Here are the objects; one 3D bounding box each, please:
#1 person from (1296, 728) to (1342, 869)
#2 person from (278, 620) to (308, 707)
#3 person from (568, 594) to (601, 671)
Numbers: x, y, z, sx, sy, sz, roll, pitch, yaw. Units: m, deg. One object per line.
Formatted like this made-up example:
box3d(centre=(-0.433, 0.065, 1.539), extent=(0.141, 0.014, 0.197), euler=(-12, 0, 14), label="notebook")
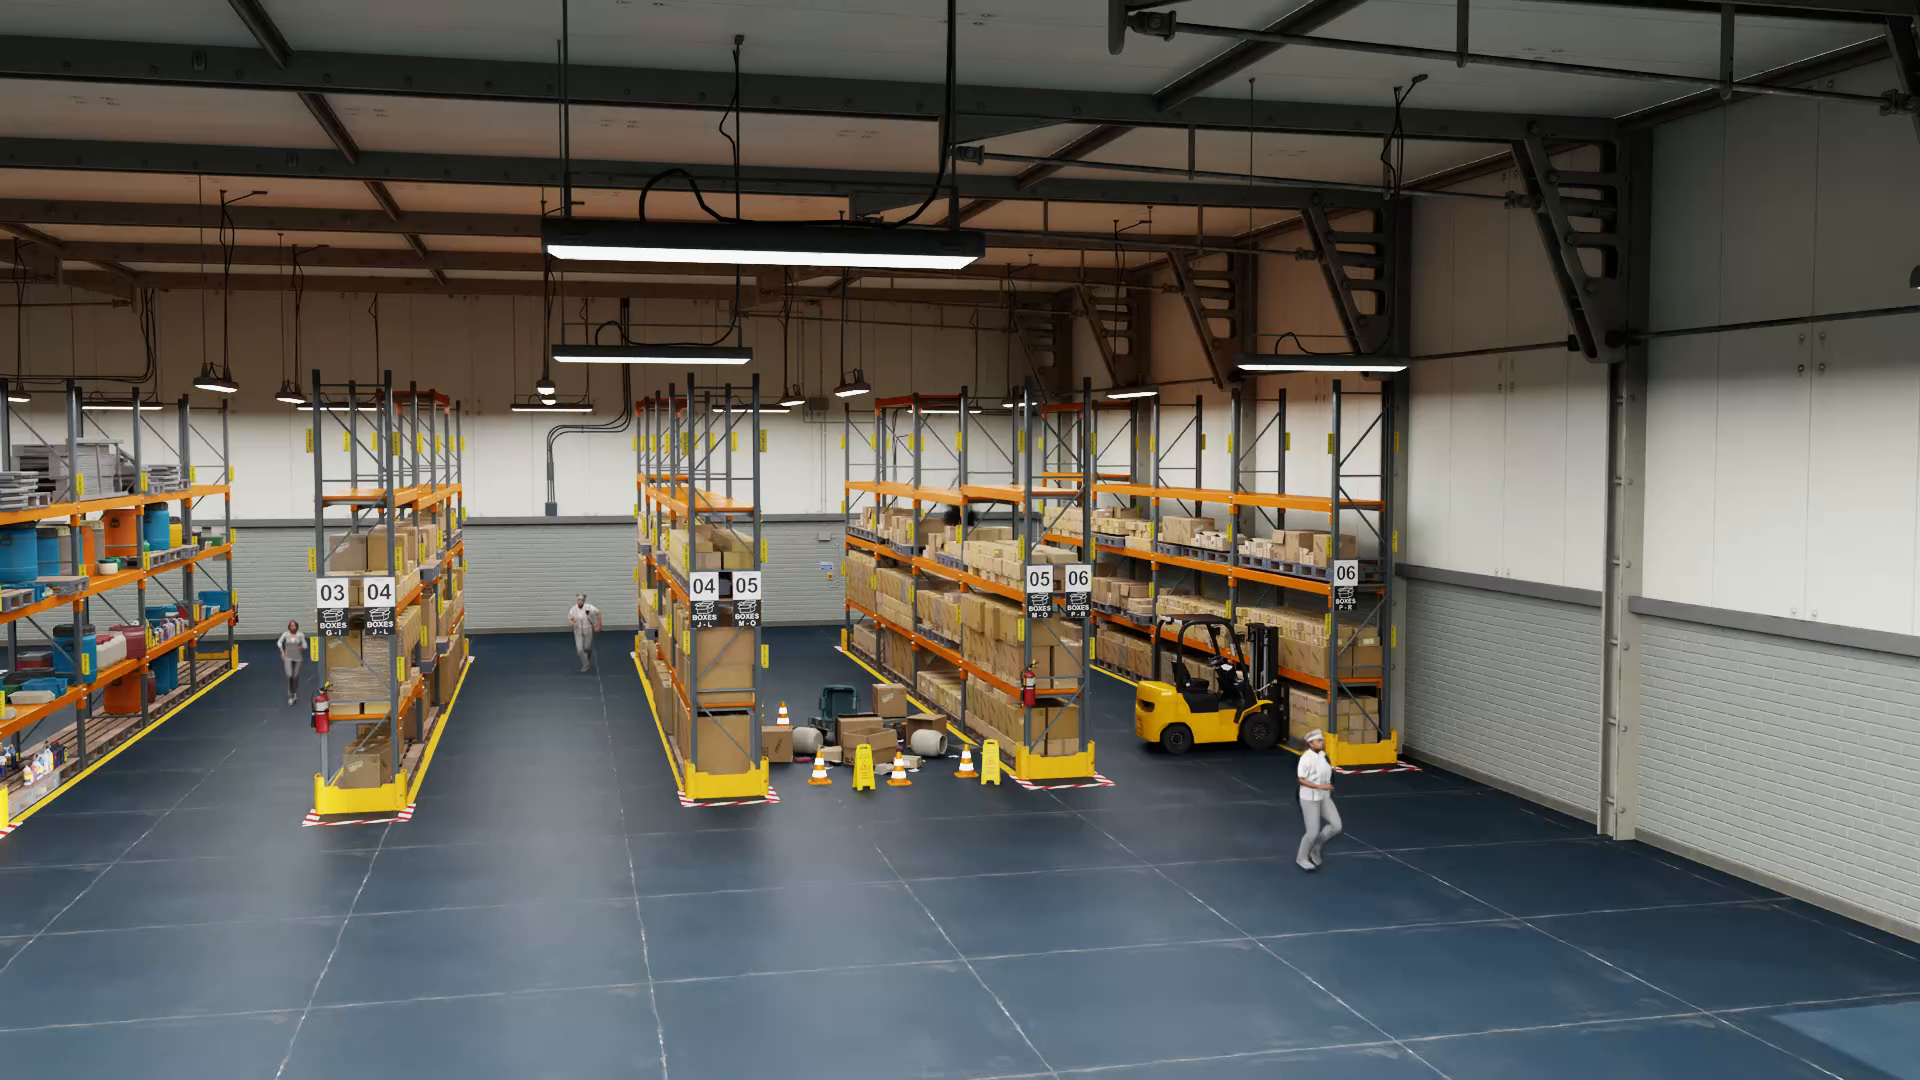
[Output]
box3d(centre=(4.197, 3.032, 19.469), extent=(0.630, 1.672, 0.576), euler=(-3, 4, -41), label="person")
box3d(centre=(-12.838, 2.354, 32.025), extent=(0.523, 1.647, 0.739), euler=(-2, 4, -27), label="person")
box3d(centre=(-8.305, 2.035, 36.739), extent=(0.704, 1.737, 0.693), euler=(0, 3, -4), label="person")
